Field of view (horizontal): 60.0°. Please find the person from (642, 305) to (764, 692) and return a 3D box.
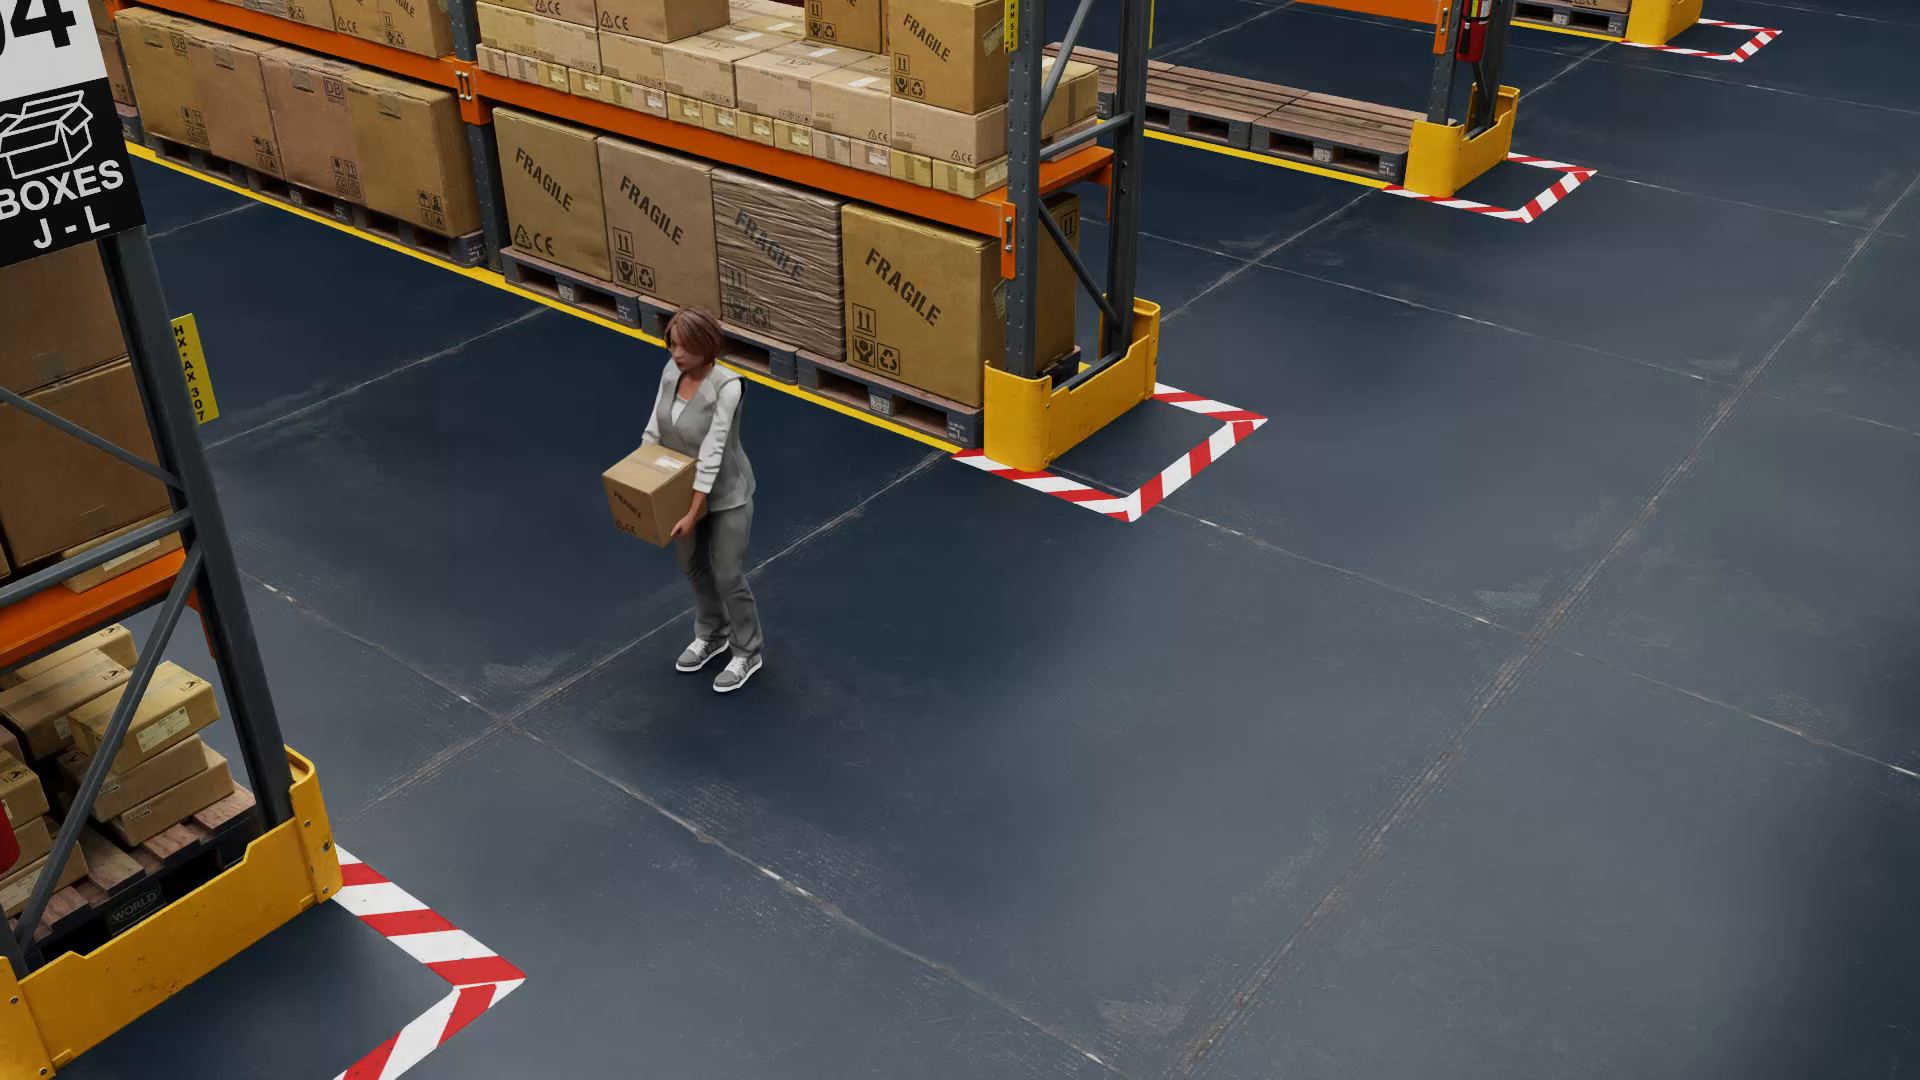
[{"bbox_3d":[-1.013,-0.129,6.360,0.375,1.599,0.505,21,37,30],"label":"person"}]
